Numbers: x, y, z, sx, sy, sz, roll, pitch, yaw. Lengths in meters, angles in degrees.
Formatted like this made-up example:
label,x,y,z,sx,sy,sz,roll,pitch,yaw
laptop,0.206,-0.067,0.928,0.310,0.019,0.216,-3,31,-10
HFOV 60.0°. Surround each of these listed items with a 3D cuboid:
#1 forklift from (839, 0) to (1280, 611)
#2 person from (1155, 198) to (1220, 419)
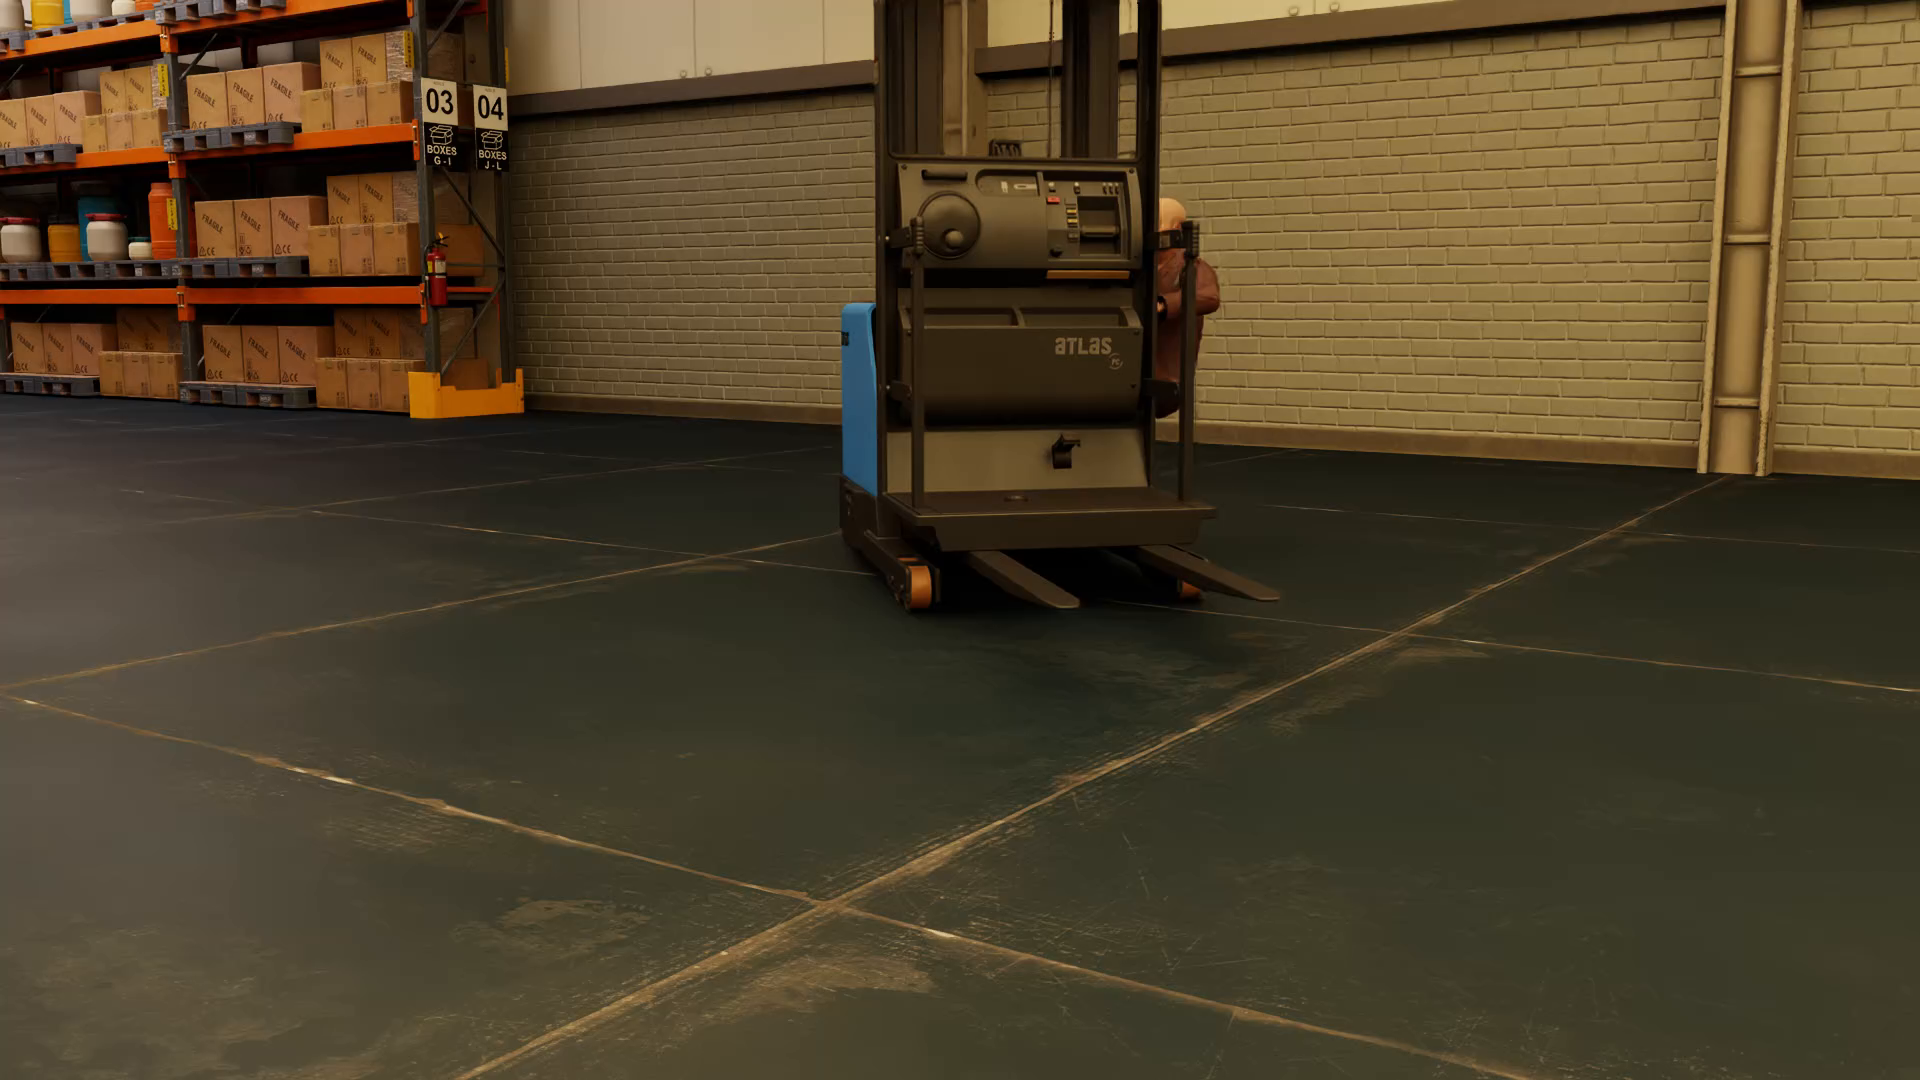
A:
label,x,y,z,sx,sy,sz,roll,pitch,yaw
forklift,0.277,-1.258,6.040,1.130,2.935,3.031,-2,8,-12
person,0.637,-0.735,7.291,0.892,1.511,1.097,-6,10,-38
